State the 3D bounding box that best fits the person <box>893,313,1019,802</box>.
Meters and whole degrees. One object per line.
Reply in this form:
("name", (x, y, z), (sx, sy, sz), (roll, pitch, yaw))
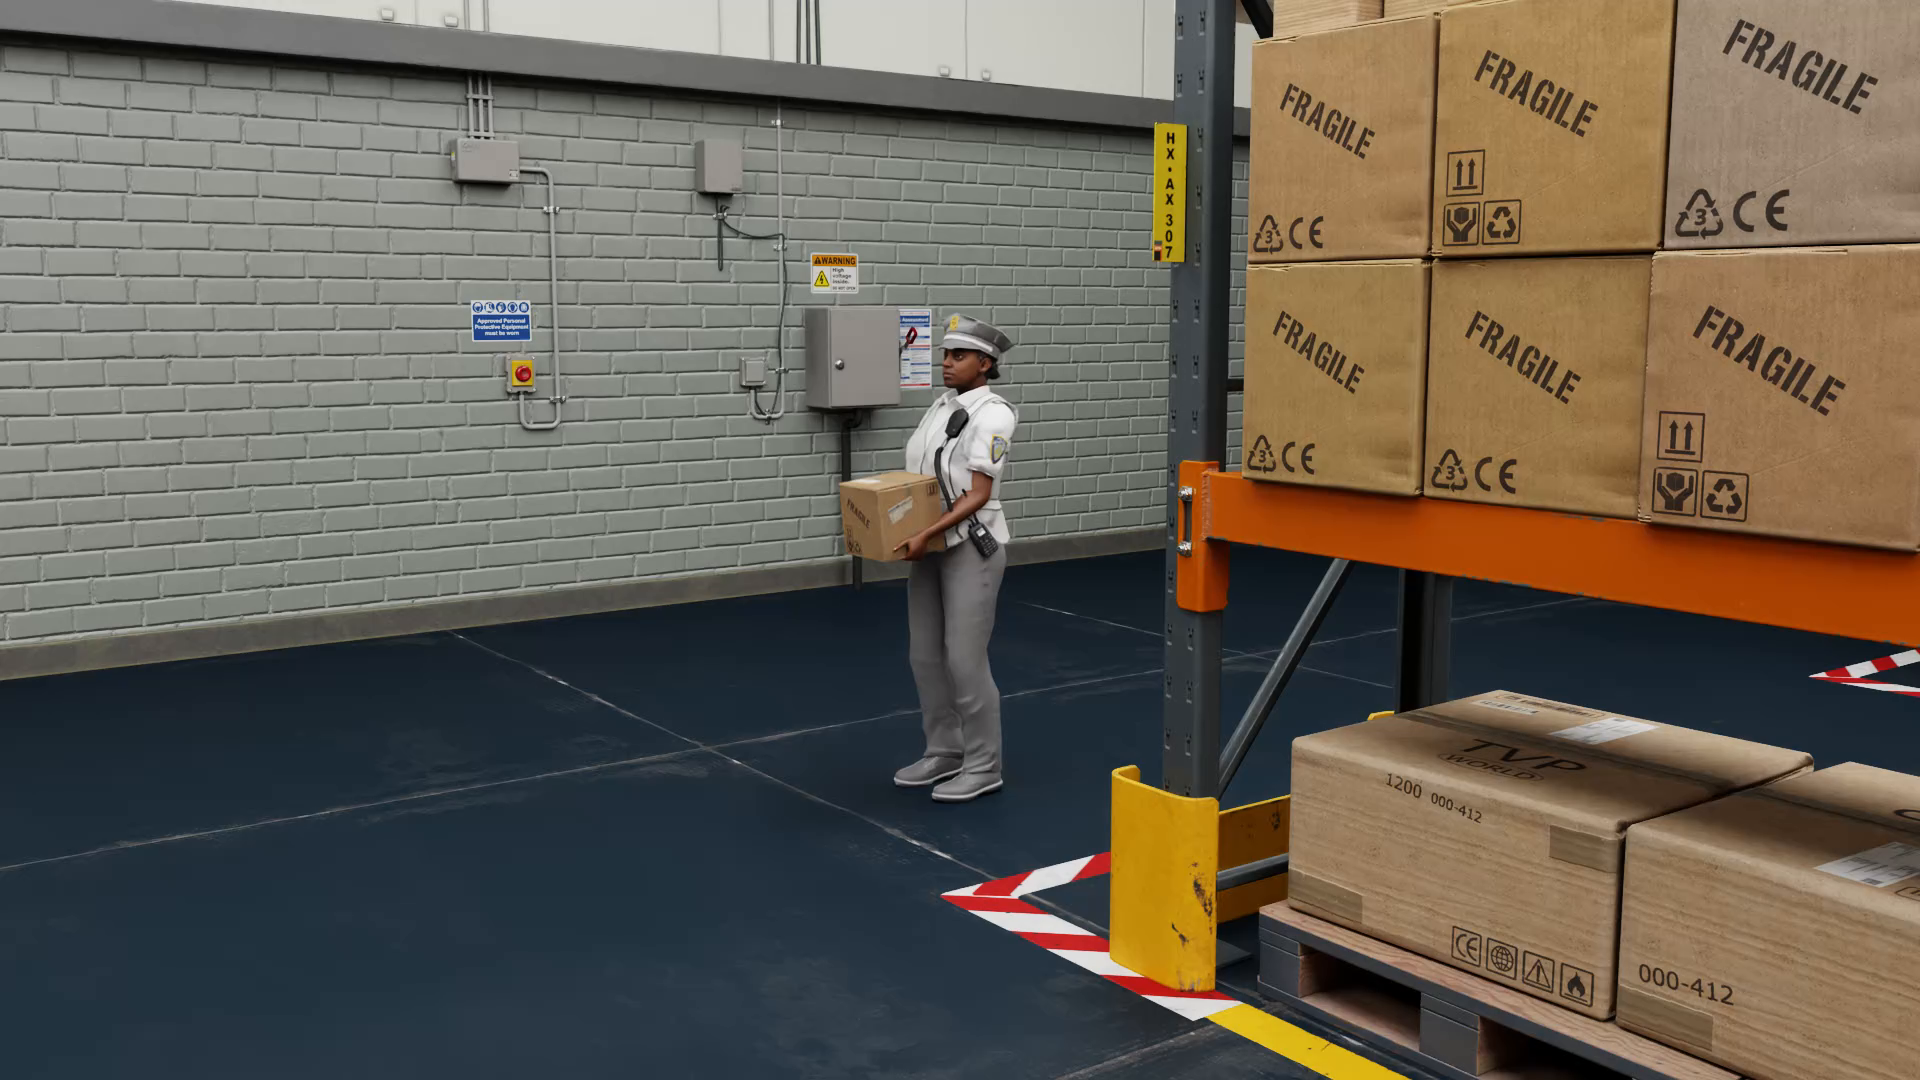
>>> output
("person", (-0.079, 0.057, 5.815), (0.535, 1.687, 0.451), (-5, 10, -35))
